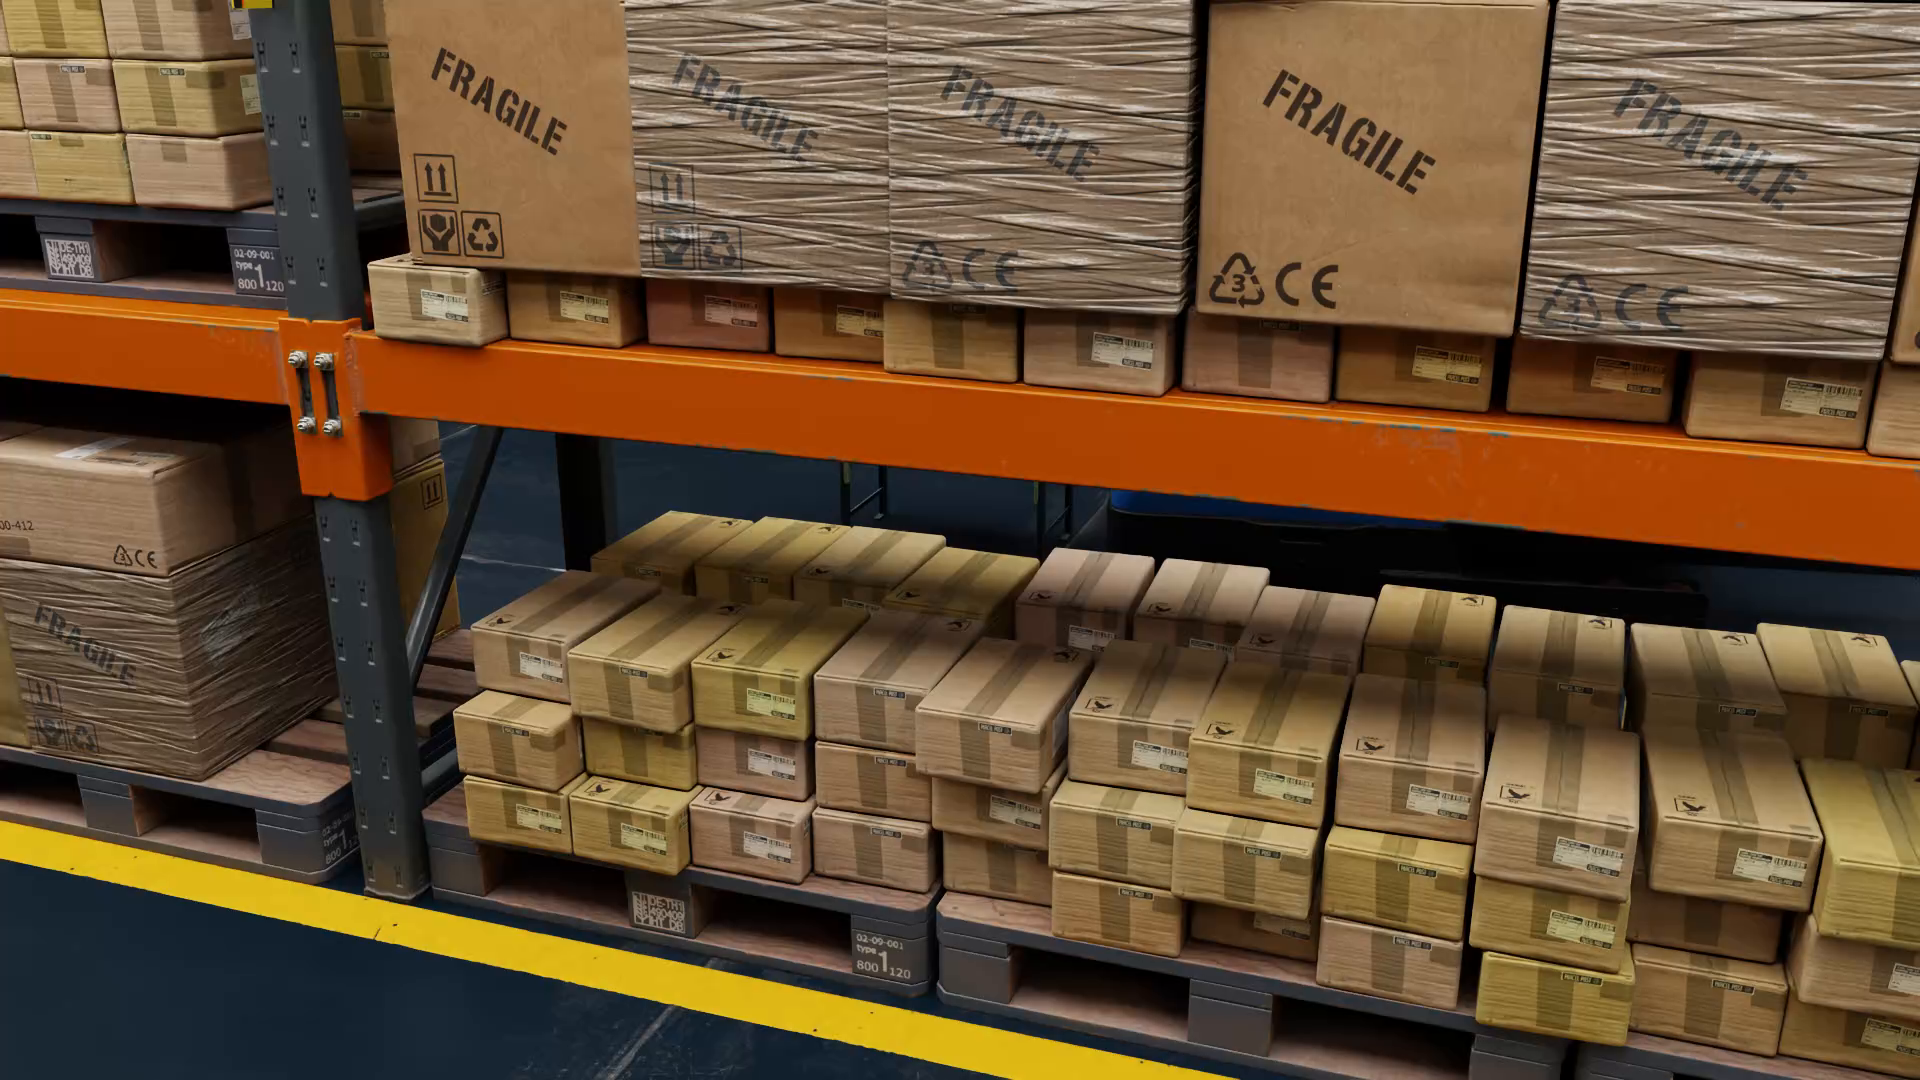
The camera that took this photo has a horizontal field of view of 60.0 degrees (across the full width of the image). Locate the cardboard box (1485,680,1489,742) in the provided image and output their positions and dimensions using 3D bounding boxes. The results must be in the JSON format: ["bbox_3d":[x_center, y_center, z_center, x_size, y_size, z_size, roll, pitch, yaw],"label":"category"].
[{"bbox_3d":[0.984,0.420,3.555,0.250,0.149,0.380,8,21,21],"label":"cardboard box"}]

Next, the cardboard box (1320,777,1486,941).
[{"bbox_3d":[0.840,0.570,3.125,0.250,0.149,0.380,8,21,21],"label":"cardboard box"}]

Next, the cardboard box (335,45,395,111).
[{"bbox_3d":[-1.346,-1.166,4.155,0.250,0.149,0.380,7,20,19],"label":"cardboard box"}]

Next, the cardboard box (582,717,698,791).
[{"bbox_3d":[-0.619,0.385,3.655,0.250,0.149,0.380,7,20,18],"label":"cardboard box"}]

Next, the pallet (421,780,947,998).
[{"bbox_3d":[-0.479,0.618,3.982,1.213,0.211,1.003,7,20,18],"label":"pallet"}]

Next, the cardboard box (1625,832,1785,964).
[{"bbox_3d":[1.349,0.595,3.055,0.250,0.149,0.380,6,20,17],"label":"cardboard box"}]

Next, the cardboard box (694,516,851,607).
[{"bbox_3d":[-0.449,0.080,4.080,0.250,0.149,0.380,7,20,19],"label":"cardboard box"}]

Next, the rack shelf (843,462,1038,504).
[{"bbox_3d":[-0.006,-0.401,5.939,0.720,0.370,0.431,7,20,18],"label":"rack shelf"}]

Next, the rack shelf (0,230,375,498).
[{"bbox_3d":[-3.014,-0.636,4.438,4.000,0.370,1.077,7,20,18],"label":"rack shelf"}]

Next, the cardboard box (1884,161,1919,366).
[{"bbox_3d":[1.659,-0.541,2.468,0.500,0.500,0.500,6,20,17],"label":"cardboard box"}]

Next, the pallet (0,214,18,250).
[{"bbox_3d":[-3.020,-0.900,4.394,1.213,0.211,1.003,7,20,18],"label":"pallet"}]

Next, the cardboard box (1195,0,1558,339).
[{"bbox_3d":[0.710,-0.650,2.781,0.500,0.500,0.500,8,21,21],"label":"cardboard box"}]

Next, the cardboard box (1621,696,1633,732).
[{"bbox_3d":[1.535,0.436,3.511,0.250,0.149,0.380,7,20,20],"label":"cardboard box"}]

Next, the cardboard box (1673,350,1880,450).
[{"bbox_3d":[1.300,-0.276,2.691,0.250,0.149,0.380,6,20,16],"label":"cardboard box"}]

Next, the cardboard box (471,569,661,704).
[{"bbox_3d":[-0.868,0.209,3.710,0.250,0.149,0.380,7,21,20],"label":"cardboard box"}]

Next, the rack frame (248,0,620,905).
[{"bbox_3d":[-1.125,-0.760,3.699,0.127,3.000,1.000,7,20,18],"label":"rack frame"}]

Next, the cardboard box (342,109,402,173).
[{"bbox_3d":[-1.346,-1.025,4.204,0.250,0.149,0.380,6,20,15],"label":"cardboard box"}]

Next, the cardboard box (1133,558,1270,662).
[{"bbox_3d":[0.552,0.182,3.785,0.250,0.149,0.380,6,20,16],"label":"cardboard box"}]

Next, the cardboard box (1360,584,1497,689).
[{"bbox_3d":[1.020,0.241,3.618,0.250,0.149,0.380,7,20,19],"label":"cardboard box"}]

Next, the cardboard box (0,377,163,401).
[{"bbox_3d":[-2.240,-0.351,4.546,0.500,0.250,0.500,7,20,20],"label":"cardboard box"}]

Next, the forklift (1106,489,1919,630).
[{"bbox_3d":[2.049,-1.269,5.264,3.031,2.935,1.130,3,19,9],"label":"forklift"}]

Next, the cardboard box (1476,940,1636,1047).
[{"bbox_3d":[1.091,0.746,3.073,0.250,0.149,0.380,6,20,16],"label":"cardboard box"}]

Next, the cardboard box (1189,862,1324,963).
[{"bbox_3d":[0.625,0.659,3.321,0.250,0.149,0.380,7,20,20],"label":"cardboard box"}]

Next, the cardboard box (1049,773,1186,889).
[{"bbox_3d":[0.346,0.515,3.284,0.250,0.149,0.380,6,20,18],"label":"cardboard box"}]

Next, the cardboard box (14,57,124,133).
[{"bbox_3d":[-1.815,-0.990,3.650,0.250,0.149,0.380,7,20,18],"label":"cardboard box"}]

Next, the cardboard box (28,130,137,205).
[{"bbox_3d":[-1.811,-0.849,3.698,0.250,0.149,0.380,7,20,18],"label":"cardboard box"}]

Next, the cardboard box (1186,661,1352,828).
[{"bbox_3d":[0.600,0.385,3.203,0.250,0.149,0.380,7,20,18],"label":"cardboard box"}]

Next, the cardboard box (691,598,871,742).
[{"bbox_3d":[-0.372,0.269,3.537,0.250,0.149,0.380,6,20,17],"label":"cardboard box"}]

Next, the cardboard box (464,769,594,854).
[{"bbox_3d":[-0.887,0.527,3.700,0.250,0.149,0.380,6,20,16],"label":"cardboard box"}]

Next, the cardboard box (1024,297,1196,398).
[{"bbox_3d":[0.295,-0.382,2.996,0.250,0.149,0.380,7,21,20],"label":"cardboard box"}]

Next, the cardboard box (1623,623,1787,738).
[{"bbox_3d":[1.513,0.316,3.401,0.250,0.149,0.380,6,20,15],"label":"cardboard box"}]

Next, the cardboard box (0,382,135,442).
[{"bbox_3d":[-2.393,-0.194,4.095,0.500,0.250,0.500,8,21,21],"label":"cardboard box"}]

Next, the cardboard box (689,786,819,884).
[{"bbox_3d":[-0.383,0.567,3.587,0.250,0.149,0.380,6,20,18],"label":"cardboard box"}]

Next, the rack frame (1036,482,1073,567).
[{"bbox_3d":[0.339,-0.669,5.718,0.023,1.500,0.400,7,20,18],"label":"rack frame"}]

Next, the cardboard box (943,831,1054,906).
[{"bbox_3d":[0.138,0.597,3.501,0.250,0.149,0.380,6,20,16],"label":"cardboard box"}]

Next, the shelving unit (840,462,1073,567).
[{"bbox_3d":[-0.006,-0.709,5.831,0.755,1.500,0.431,7,20,18],"label":"shelving unit"}]

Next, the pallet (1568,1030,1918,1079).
[{"bbox_3d":[1.826,0.882,3.226,1.213,0.211,1.003,7,20,18],"label":"pallet"}]

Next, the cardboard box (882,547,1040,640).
[{"bbox_3d":[0.008,0.157,3.859,0.250,0.149,0.380,7,20,20],"label":"cardboard box"}]

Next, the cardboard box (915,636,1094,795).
[{"bbox_3d":[0.095,0.343,3.325,0.250,0.149,0.380,7,20,19],"label":"cardboard box"}]

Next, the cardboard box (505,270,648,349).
[{"bbox_3d":[-0.697,-0.504,3.347,0.250,0.149,0.380,7,20,20],"label":"cardboard box"}]

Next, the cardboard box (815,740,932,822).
[{"bbox_3d":[-0.123,0.431,3.525,0.250,0.149,0.380,5,20,15],"label":"cardboard box"}]

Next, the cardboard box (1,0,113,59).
[{"bbox_3d":[-1.823,-1.132,3.607,0.250,0.149,0.380,6,20,16],"label":"cardboard box"}]

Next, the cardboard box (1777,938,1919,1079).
[{"bbox_3d":[1.590,0.776,2.985,0.250,0.149,0.380,6,20,18],"label":"cardboard box"}]

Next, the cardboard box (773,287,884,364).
[{"bbox_3d":[-0.173,-0.461,3.222,0.250,0.149,0.380,6,20,16],"label":"cardboard box"}]

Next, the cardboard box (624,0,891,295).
[{"bbox_3d":[-0.270,-0.765,3.109,0.500,0.500,0.500,7,20,18],"label":"cardboard box"}]

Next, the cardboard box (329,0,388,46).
[{"bbox_3d":[-1.346,-1.306,4.106,0.250,0.149,0.380,8,21,21],"label":"cardboard box"}]

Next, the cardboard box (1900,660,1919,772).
[{"bbox_3d":[1.970,0.384,3.206,0.250,0.149,0.380,7,20,19],"label":"cardboard box"}]

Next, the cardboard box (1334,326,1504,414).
[{"bbox_3d":[0.809,-0.347,2.896,0.250,0.149,0.380,7,20,19],"label":"cardboard box"}]

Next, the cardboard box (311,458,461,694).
[{"bbox_3d":[-1.736,0.060,4.507,0.500,0.500,0.500,7,21,20],"label":"cardboard box"}]

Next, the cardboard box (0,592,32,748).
[{"bbox_3d":[-2.392,0.165,4.206,0.500,0.500,0.500,6,20,17],"label":"cardboard box"}]

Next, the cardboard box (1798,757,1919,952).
[{"bbox_3d":[1.565,0.527,2.796,0.250,0.149,0.380,6,20,17],"label":"cardboard box"}]

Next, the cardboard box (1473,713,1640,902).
[{"bbox_3d":[1.069,0.468,2.967,0.250,0.149,0.380,7,21,20],"label":"cardboard box"}]
